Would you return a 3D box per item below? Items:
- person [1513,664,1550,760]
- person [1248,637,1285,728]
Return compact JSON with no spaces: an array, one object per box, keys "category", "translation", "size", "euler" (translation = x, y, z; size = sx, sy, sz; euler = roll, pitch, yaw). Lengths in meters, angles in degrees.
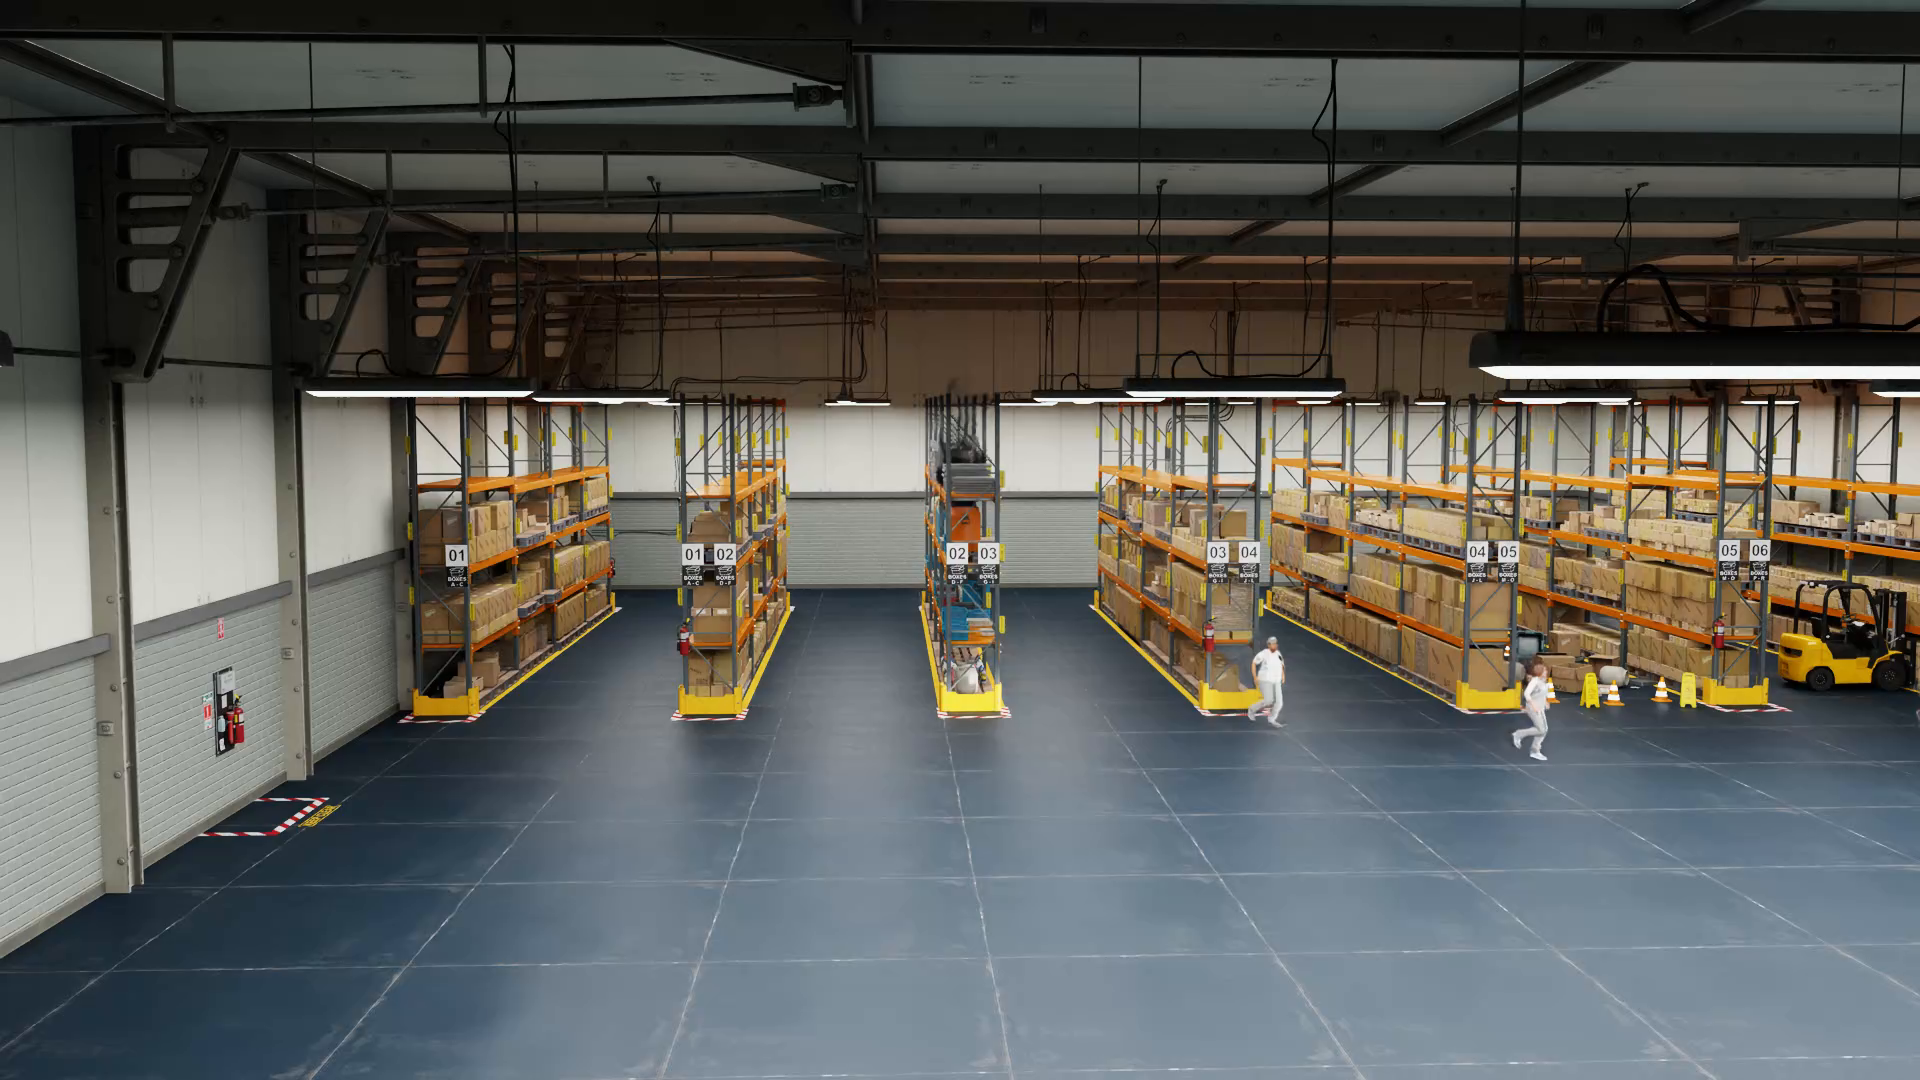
[{"category":"person","translation":[9.391,2.849,27.304],"size":[0.554,1.469,0.559],"euler":[3,5,34]},{"category":"person","translation":[5.596,2.559,30.057],"size":[0.690,1.617,0.529],"euler":[-3,5,-31]}]
